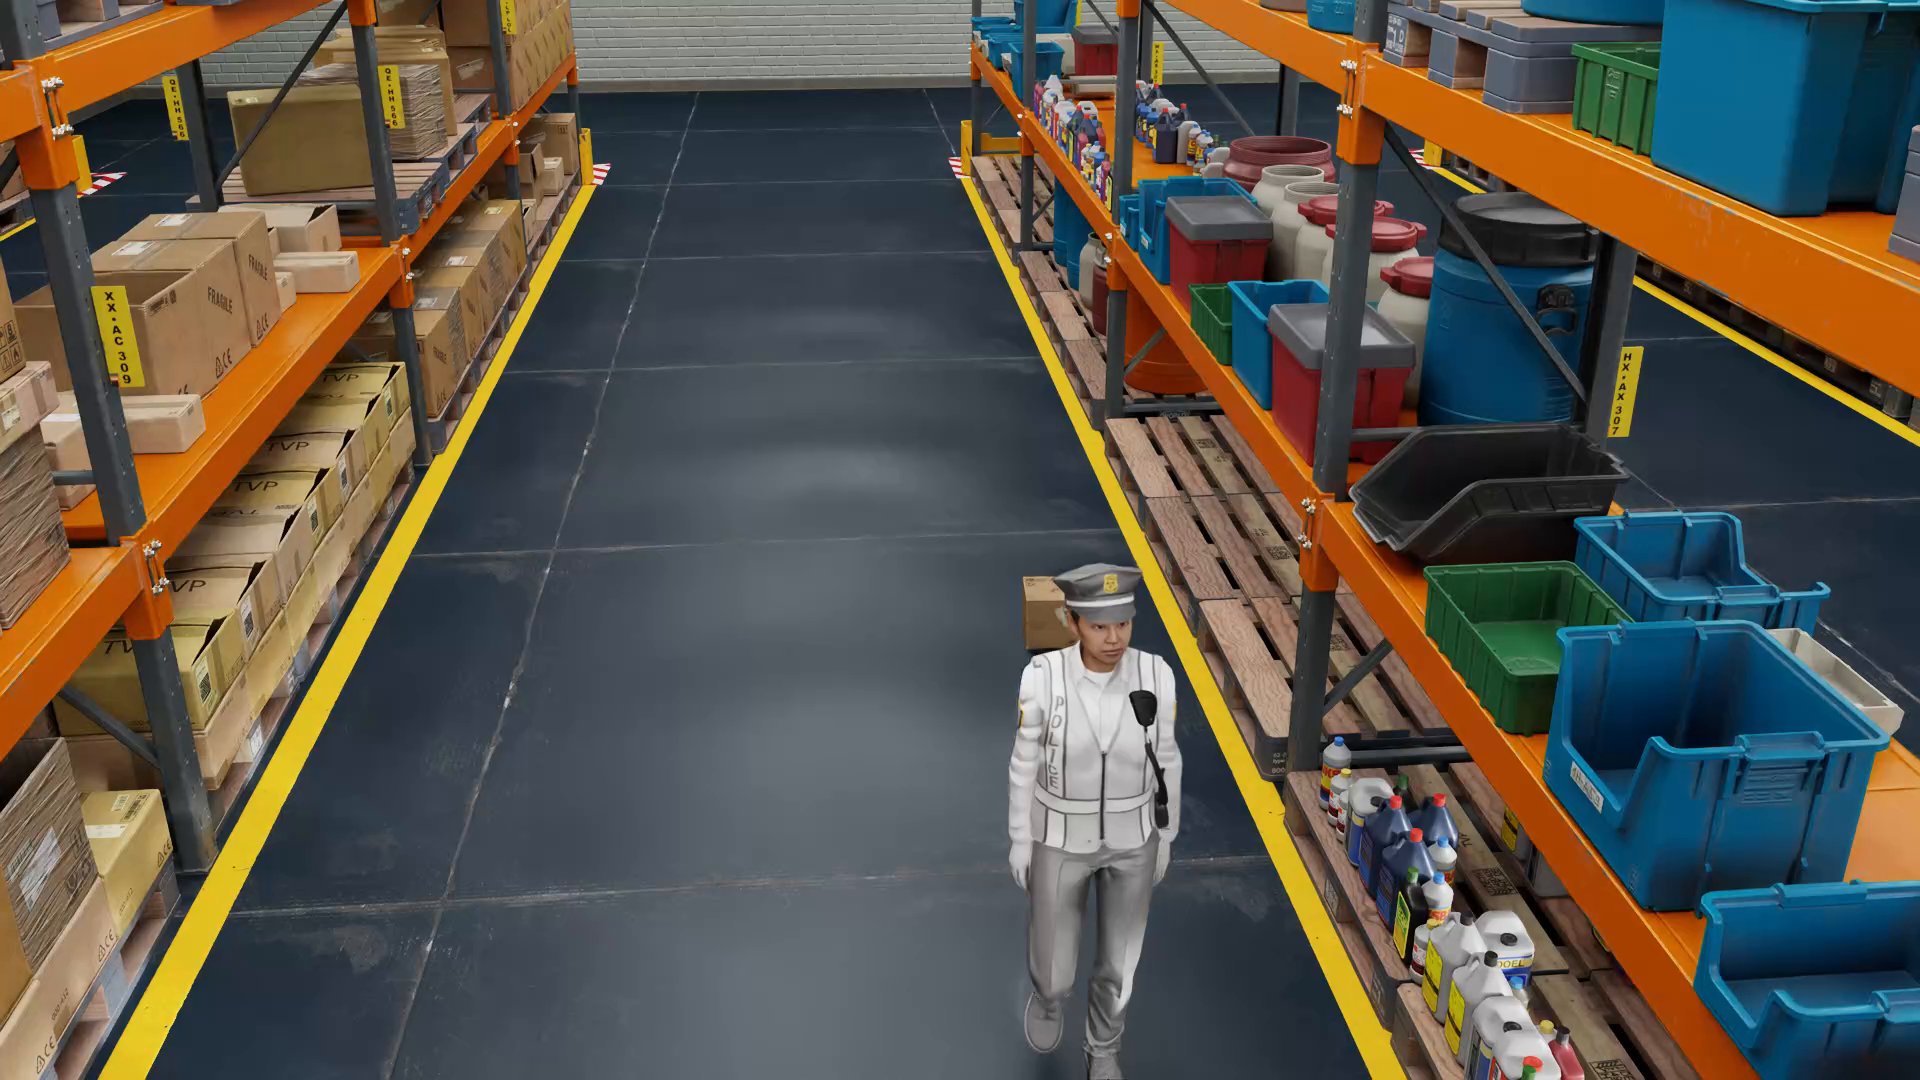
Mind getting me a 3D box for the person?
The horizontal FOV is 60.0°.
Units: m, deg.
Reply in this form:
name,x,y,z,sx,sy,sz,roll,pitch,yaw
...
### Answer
name,x,y,z,sx,sy,sz,roll,pitch,yaw
person,0.378,0.823,4.634,0.482,1.684,0.455,-2,24,-5
